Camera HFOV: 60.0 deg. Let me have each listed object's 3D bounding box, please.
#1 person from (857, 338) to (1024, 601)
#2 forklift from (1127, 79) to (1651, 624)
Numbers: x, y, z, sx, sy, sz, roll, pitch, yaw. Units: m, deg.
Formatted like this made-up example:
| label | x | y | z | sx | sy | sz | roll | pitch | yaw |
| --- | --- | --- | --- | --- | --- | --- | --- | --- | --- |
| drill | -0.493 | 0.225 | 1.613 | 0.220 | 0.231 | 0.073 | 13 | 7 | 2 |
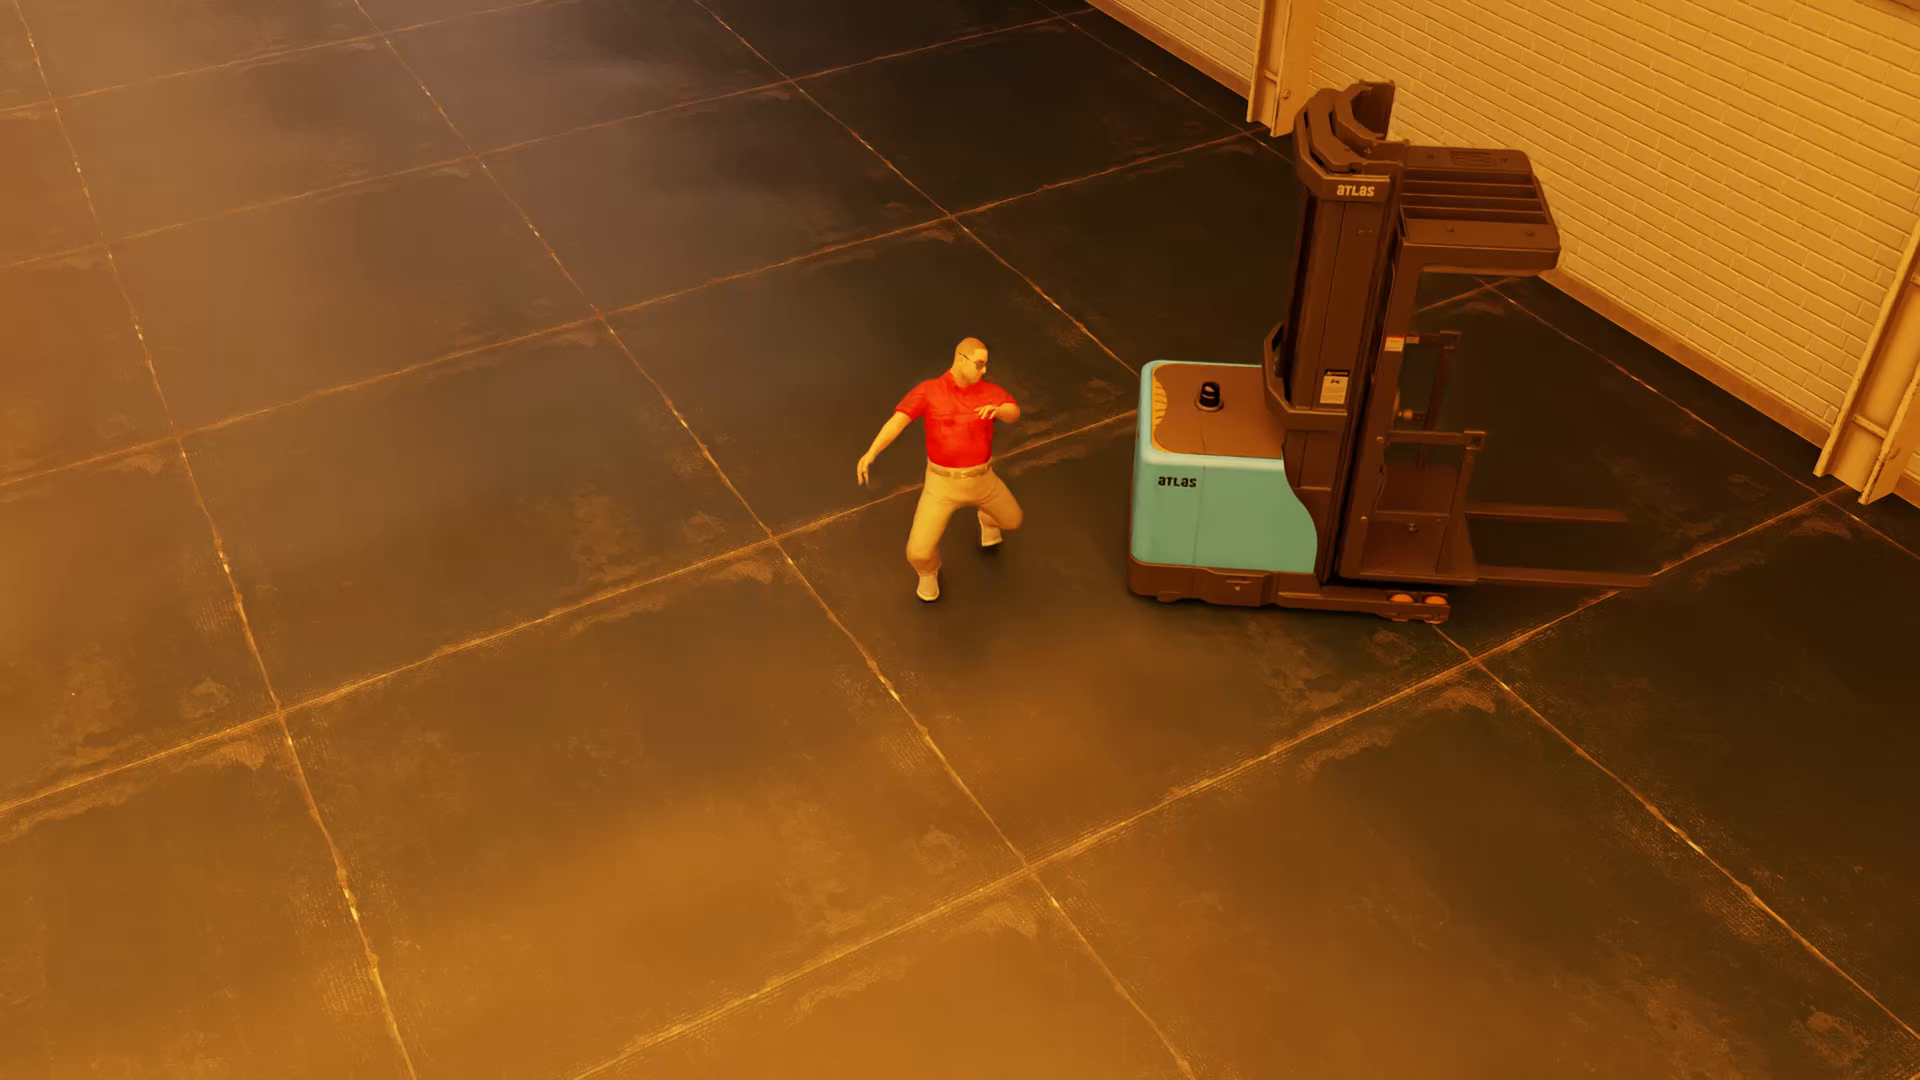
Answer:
| label | x | y | z | sx | sy | sz | roll | pitch | yaw |
| --- | --- | --- | --- | --- | --- | --- | --- | --- | --- |
| person | -0.117 | -0.316 | 9.521 | 1.035 | 1.492 | 0.774 | -15 | 42 | -18 |
| forklift | 2.541 | -0.994 | 9.235 | 3.031 | 2.935 | 1.130 | 3 | 40 | 4 |
